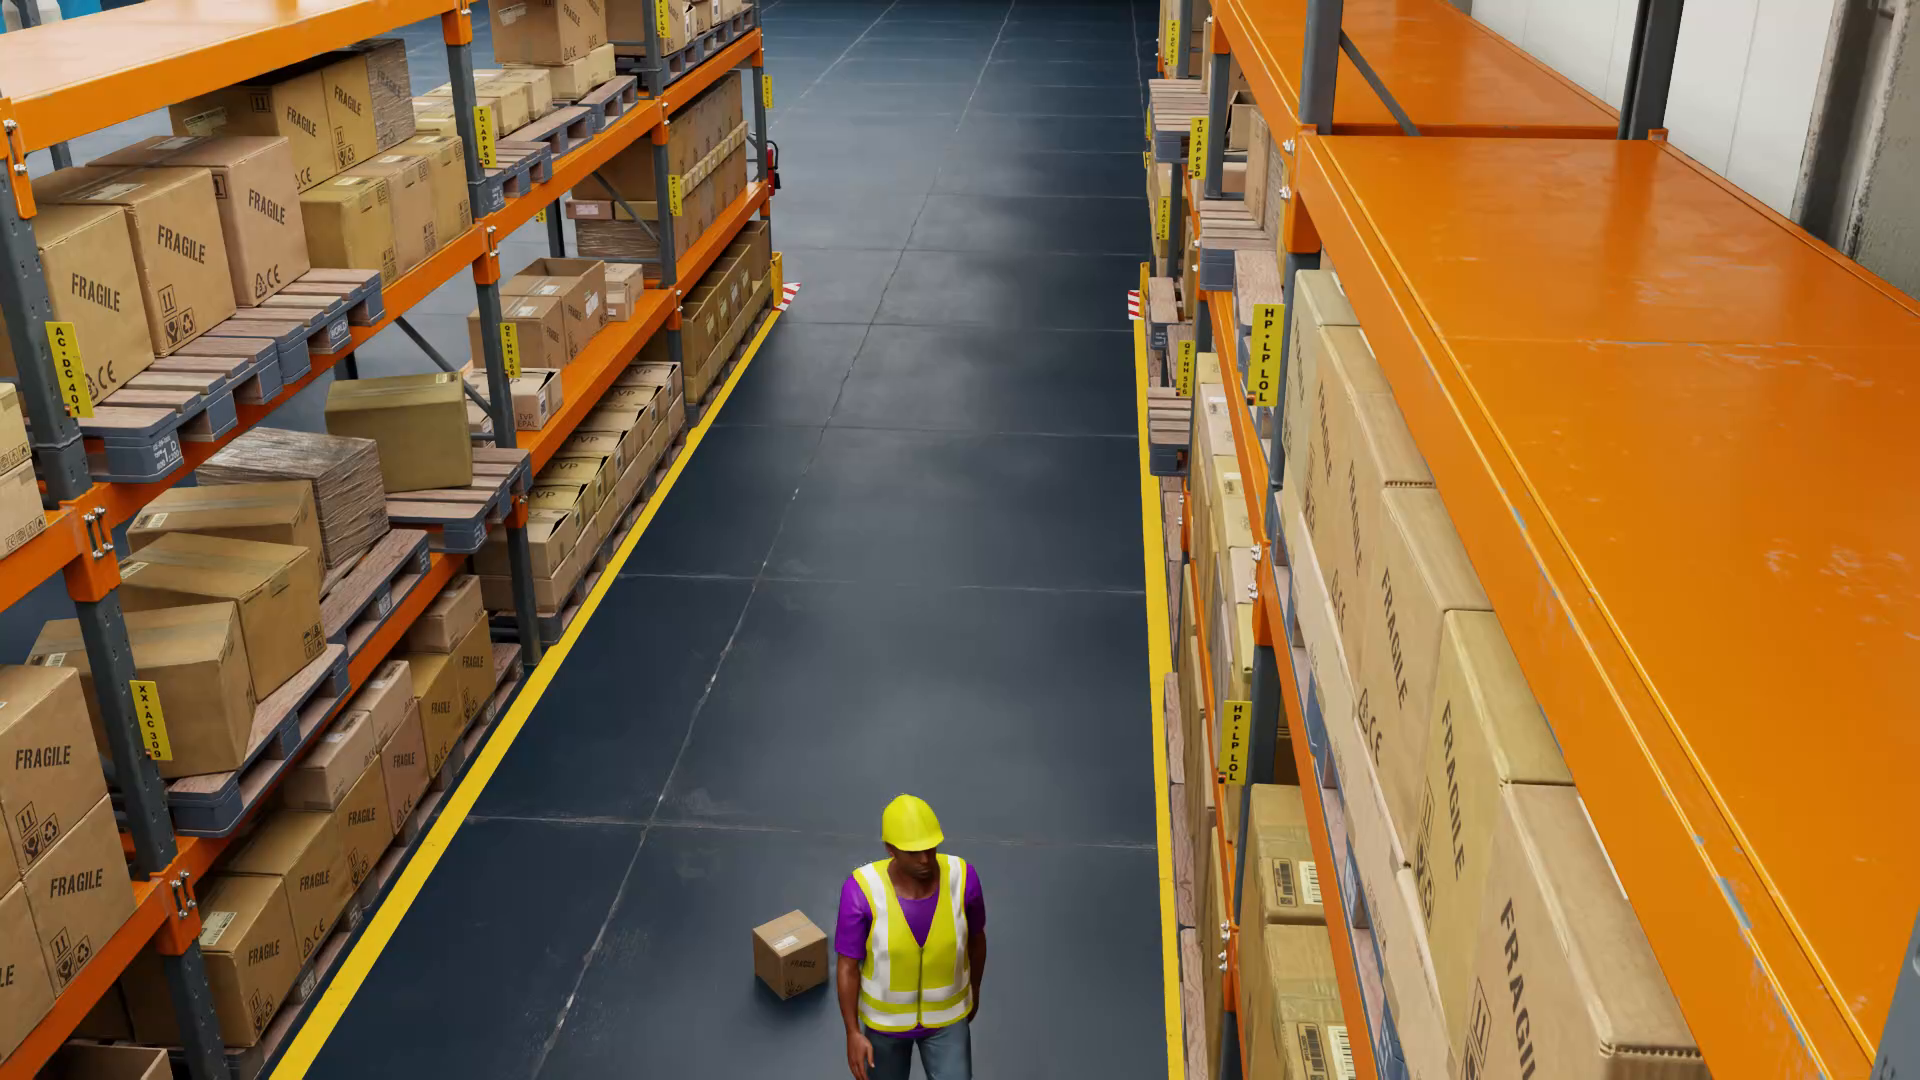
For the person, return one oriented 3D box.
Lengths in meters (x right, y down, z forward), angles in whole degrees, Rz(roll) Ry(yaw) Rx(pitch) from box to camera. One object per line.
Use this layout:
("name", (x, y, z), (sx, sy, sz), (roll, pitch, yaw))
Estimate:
("person", (-0.159, 1.760, 6.107), (0.573, 1.729, 0.941), (-4, 25, -8))
